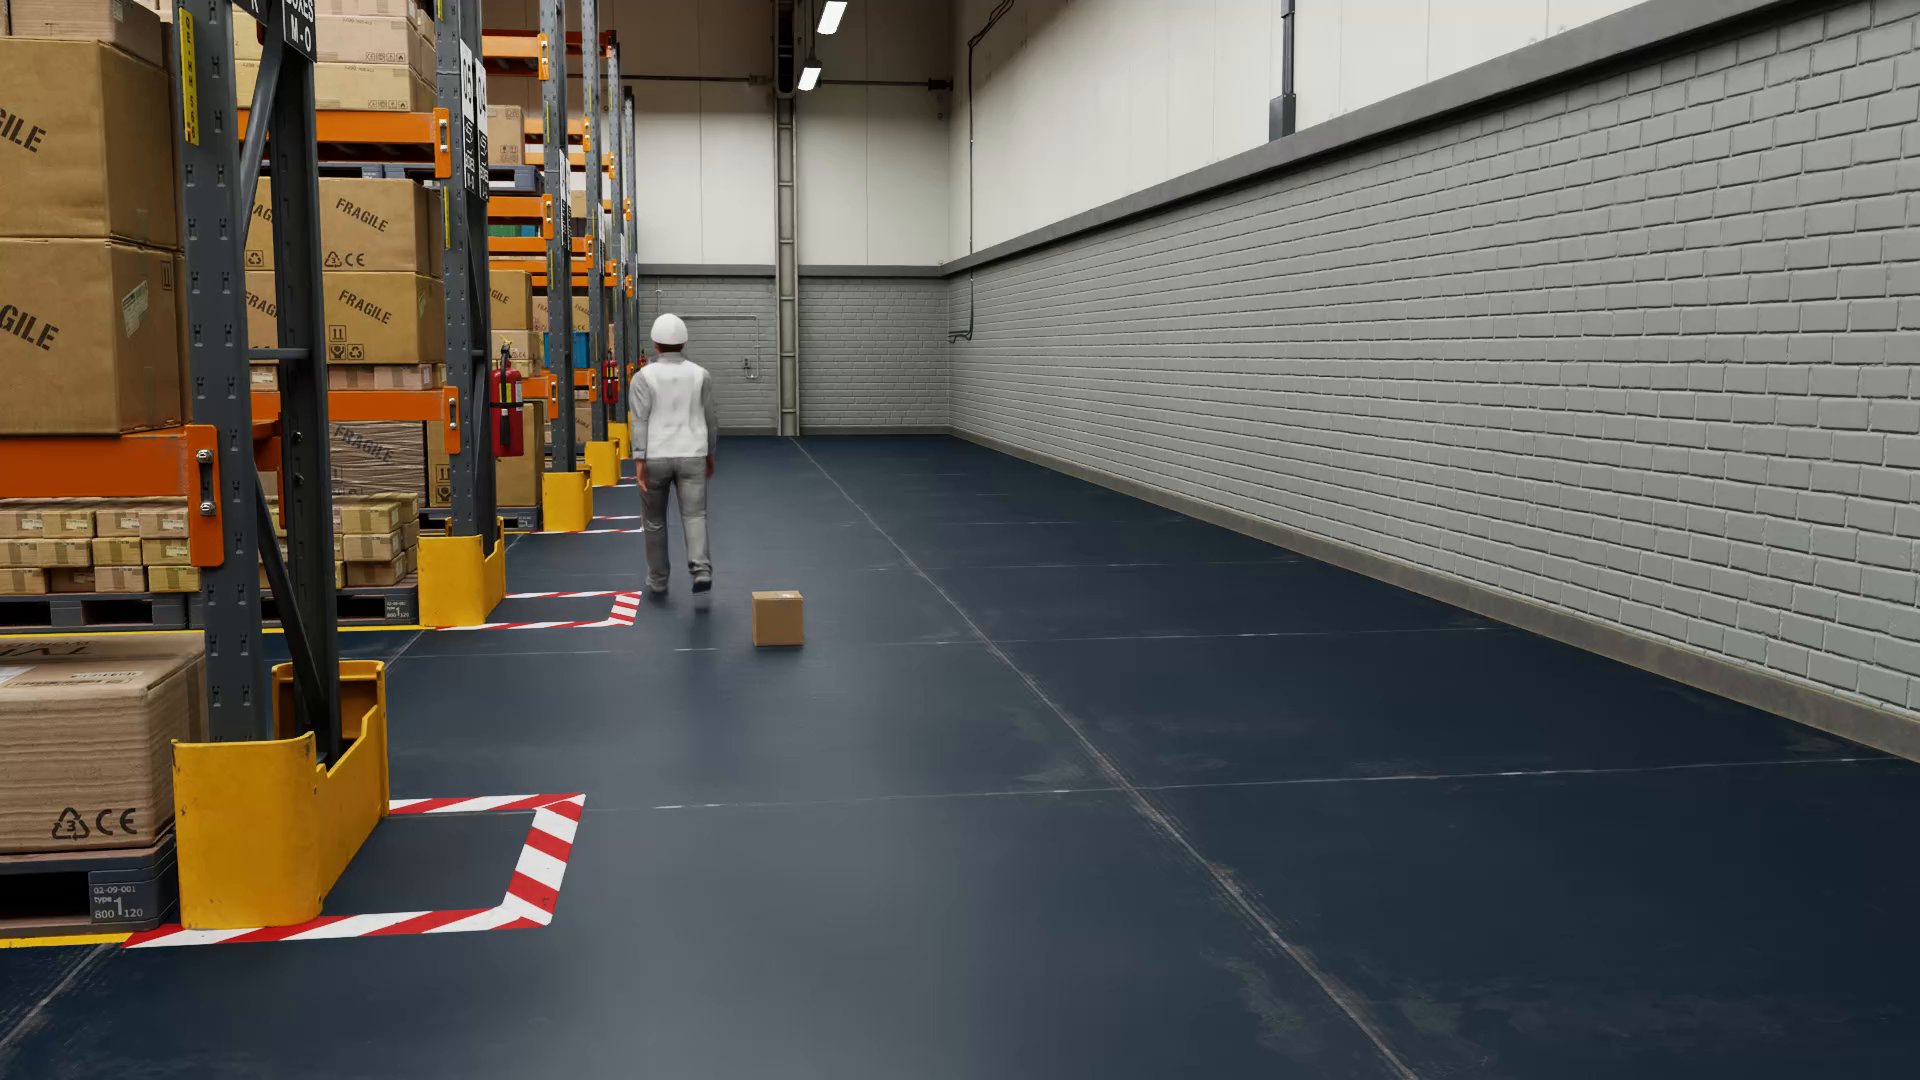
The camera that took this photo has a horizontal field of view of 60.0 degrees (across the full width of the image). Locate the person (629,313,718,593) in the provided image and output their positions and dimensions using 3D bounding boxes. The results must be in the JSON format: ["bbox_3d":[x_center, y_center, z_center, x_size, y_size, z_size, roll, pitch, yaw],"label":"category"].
[{"bbox_3d":[-1.744,-0.512,10.157,0.547,1.729,1.012,-2,7,-16],"label":"person"}]
